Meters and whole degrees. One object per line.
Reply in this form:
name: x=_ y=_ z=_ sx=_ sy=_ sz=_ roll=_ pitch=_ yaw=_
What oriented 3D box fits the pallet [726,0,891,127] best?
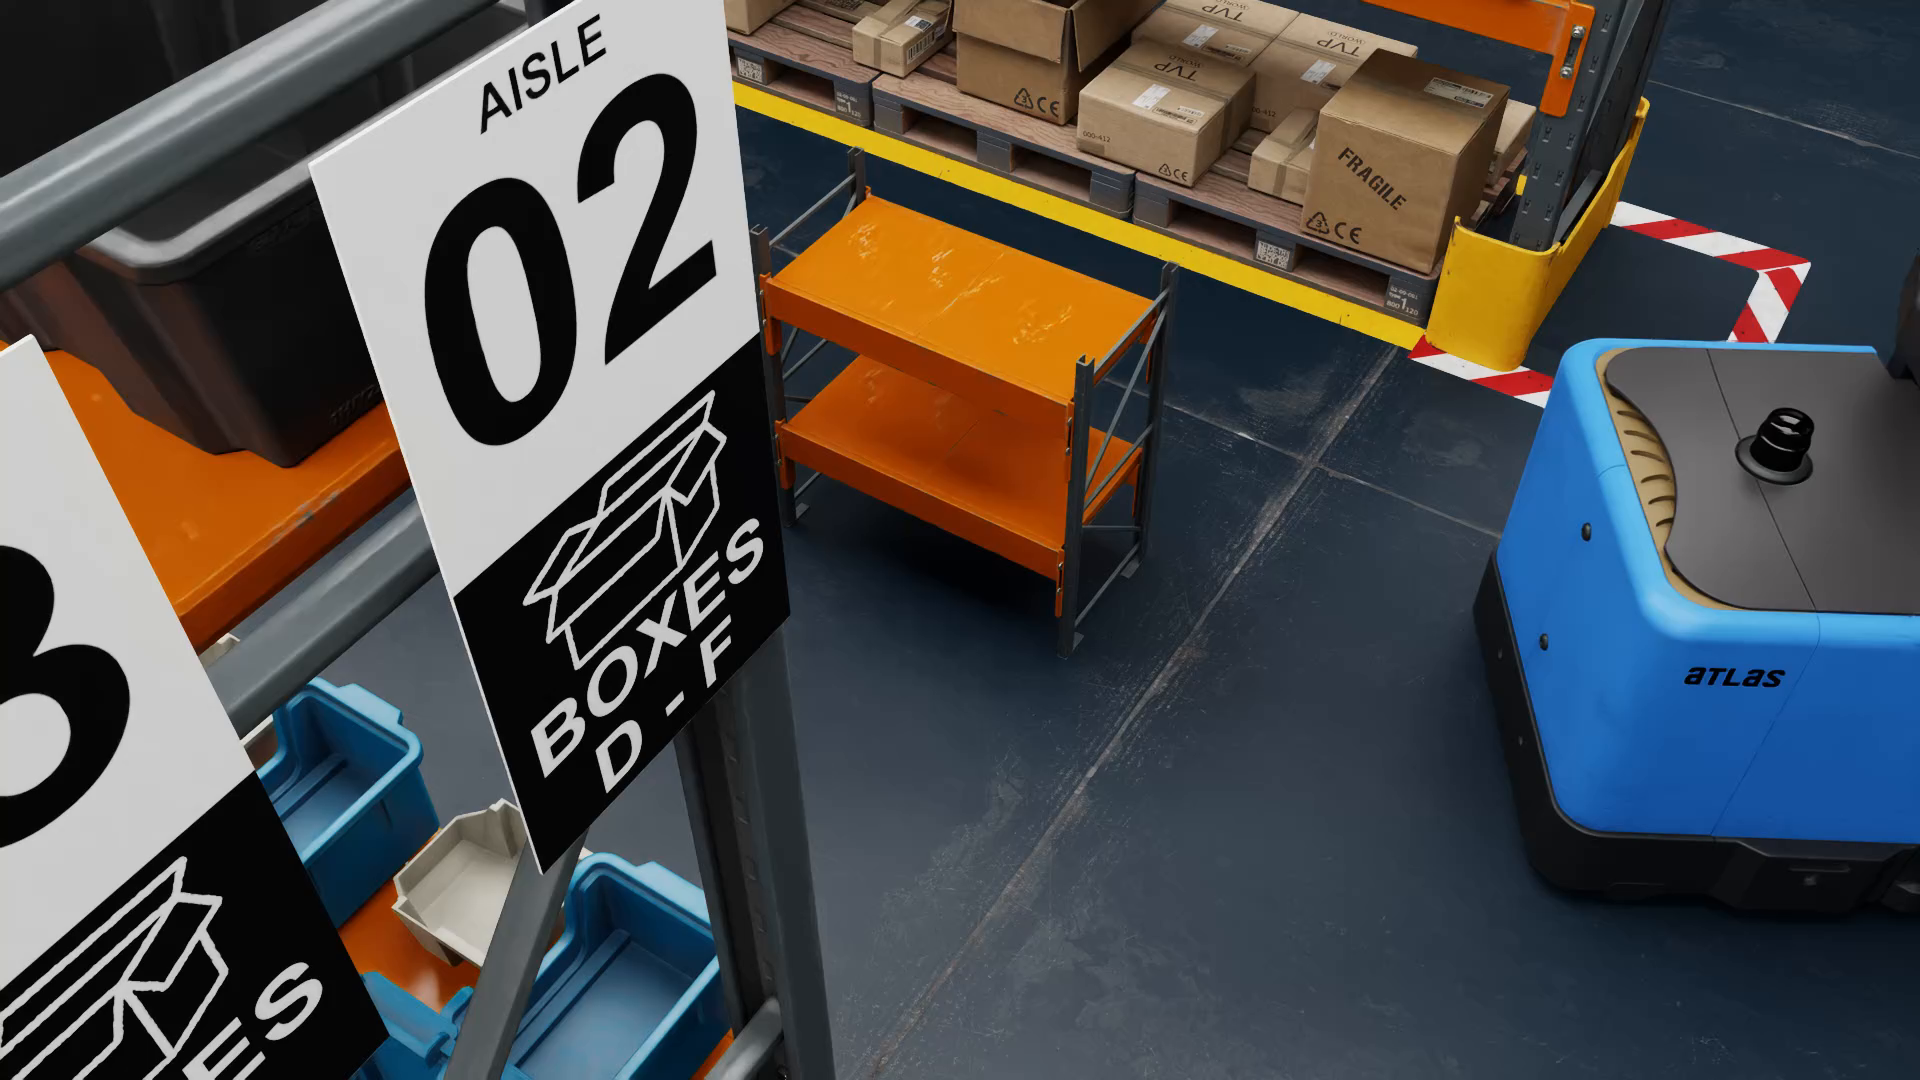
pallet: x=-0.626 y=-2.316 z=7.354 sx=1.213 sy=0.211 sz=1.003 roll=25 pitch=51 yaw=22

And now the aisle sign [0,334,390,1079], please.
aisle sign: x=-0.611 y=0.282 z=1.072 sx=0.004 sy=0.787 sz=0.394 roll=25 pitch=51 yaw=22

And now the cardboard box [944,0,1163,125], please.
cardboard box: x=0.381 y=-2.114 z=6.646 sx=0.637 sy=0.503 sz=0.797 roll=25 pitch=51 yaw=22

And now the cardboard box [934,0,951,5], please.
cardboard box: x=0.061 y=-2.431 z=7.089 sx=0.500 sy=0.311 sz=0.500 roll=25 pitch=51 yaw=22

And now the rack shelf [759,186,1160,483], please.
rack shelf: x=0.006 y=-0.593 z=4.634 sx=1.000 sy=0.278 sz=0.538 roll=25 pitch=51 yaw=22

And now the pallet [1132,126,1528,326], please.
pallet: x=1.428 y=-1.371 z=6.436 sx=1.213 sy=0.211 sz=1.003 roll=25 pitch=51 yaw=22

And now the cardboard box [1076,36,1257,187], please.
cardboard box: x=0.790 y=-1.649 z=6.371 sx=0.500 sy=0.250 sz=0.500 roll=25 pitch=51 yaw=22

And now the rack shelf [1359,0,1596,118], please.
rack shelf: x=0.480 y=-2.529 z=6.118 sx=4.000 sy=0.370 sz=1.077 roll=25 pitch=51 yaw=22

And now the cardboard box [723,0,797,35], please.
cardboard box: x=-0.967 y=-2.478 z=7.134 sx=0.500 sy=0.311 sz=0.500 roll=25 pitch=51 yaw=22

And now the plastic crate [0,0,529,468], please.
plastic crate: x=-0.687 y=-0.334 z=1.483 sx=0.590 sy=0.269 sz=0.497 roll=25 pitch=51 yaw=22

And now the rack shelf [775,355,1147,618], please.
rack shelf: x=0.006 y=-0.219 z=5.019 sx=1.000 sy=0.278 sz=0.538 roll=25 pitch=51 yaw=22

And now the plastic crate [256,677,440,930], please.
plastic crate: x=-1.098 y=0.471 z=2.775 sx=0.300 sy=0.233 sz=0.416 roll=25 pitch=51 yaw=22

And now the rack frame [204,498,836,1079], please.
rack frame: x=-0.514 y=0.983 z=2.203 sx=0.127 sy=3.000 sz=1.000 roll=25 pitch=51 yaw=22

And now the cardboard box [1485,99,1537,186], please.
cardboard box: x=1.997 y=-1.535 z=6.331 sx=0.250 sy=0.149 sz=0.380 roll=25 pitch=51 yaw=22

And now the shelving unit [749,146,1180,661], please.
shelving unit: x=0.006 y=-0.389 z=4.844 sx=1.048 sy=1.125 sz=0.538 roll=25 pitch=51 yaw=22

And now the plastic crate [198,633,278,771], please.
plastic crate: x=-1.340 y=0.323 z=2.987 sx=0.298 sy=0.136 sz=0.250 roll=25 pitch=51 yaw=22

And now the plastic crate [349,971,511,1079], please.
plastic crate: x=-0.896 y=0.933 z=2.185 sx=0.499 sy=0.435 sz=0.616 roll=25 pitch=51 yaw=22

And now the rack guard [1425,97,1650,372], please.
rack guard: x=2.100 y=-1.164 z=6.033 sx=0.348 sy=0.500 sz=1.175 roll=25 pitch=51 yaw=22

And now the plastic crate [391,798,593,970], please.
plastic crate: x=-0.769 y=0.585 z=2.732 sx=0.298 sy=0.136 sz=0.250 roll=25 pitch=51 yaw=22

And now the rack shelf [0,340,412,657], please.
rack shelf: x=-2.197 y=-0.586 z=2.138 sx=4.000 sy=0.370 sz=1.077 roll=25 pitch=51 yaw=22

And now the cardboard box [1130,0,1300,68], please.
cardboard box: x=1.017 y=-1.970 z=6.683 sx=0.500 sy=0.250 sz=0.500 roll=25 pitch=51 yaw=22

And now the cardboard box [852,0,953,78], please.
cardboard box: x=-0.233 y=-2.098 z=6.866 sx=0.250 sy=0.166 sz=0.380 roll=25 pitch=51 yaw=22

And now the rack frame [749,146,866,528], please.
rack frame: x=-0.422 y=-0.586 z=5.035 sx=0.032 sy=1.125 sz=0.500 roll=25 pitch=51 yaw=22

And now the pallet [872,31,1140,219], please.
pallet: x=0.405 y=-1.844 z=6.895 sx=1.213 sy=0.211 sz=1.003 roll=25 pitch=51 yaw=22

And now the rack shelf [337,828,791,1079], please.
rack shelf: x=-2.197 y=0.459 z=3.214 sx=4.000 sy=0.370 sz=1.077 roll=25 pitch=51 yaw=22

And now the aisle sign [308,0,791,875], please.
aisle sign: x=-0.293 y=-0.074 z=1.418 sx=0.004 sy=0.787 sz=0.394 roll=25 pitch=51 yaw=22

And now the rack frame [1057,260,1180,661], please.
rack frame: x=0.434 y=-0.193 z=4.653 sx=0.032 sy=1.125 sz=0.500 roll=25 pitch=51 yaw=22

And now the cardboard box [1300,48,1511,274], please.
cardboard box: x=1.573 y=-1.350 z=5.906 sx=0.500 sy=0.500 sz=0.500 roll=25 pitch=51 yaw=22

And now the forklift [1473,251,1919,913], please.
forklift: x=3.018 y=-0.402 z=3.597 sx=3.031 sy=2.935 sz=1.130 roll=2 pitch=46 yaw=2

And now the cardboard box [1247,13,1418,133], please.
cardboard box: x=1.438 y=-1.776 z=6.495 sx=0.500 sy=0.250 sz=0.500 roll=25 pitch=51 yaw=22

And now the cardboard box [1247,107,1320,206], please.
cardboard box: x=1.281 y=-1.445 z=6.231 sx=0.250 sy=0.166 sz=0.380 roll=25 pitch=51 yaw=22

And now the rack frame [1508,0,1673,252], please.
rack frame: x=2.164 y=-2.006 z=5.108 sx=0.127 sy=3.000 sz=1.000 roll=25 pitch=51 yaw=22

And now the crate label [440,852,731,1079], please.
crate label: x=-0.544 y=0.726 z=2.528 sx=0.303 sy=0.233 sz=0.416 roll=25 pitch=51 yaw=22
